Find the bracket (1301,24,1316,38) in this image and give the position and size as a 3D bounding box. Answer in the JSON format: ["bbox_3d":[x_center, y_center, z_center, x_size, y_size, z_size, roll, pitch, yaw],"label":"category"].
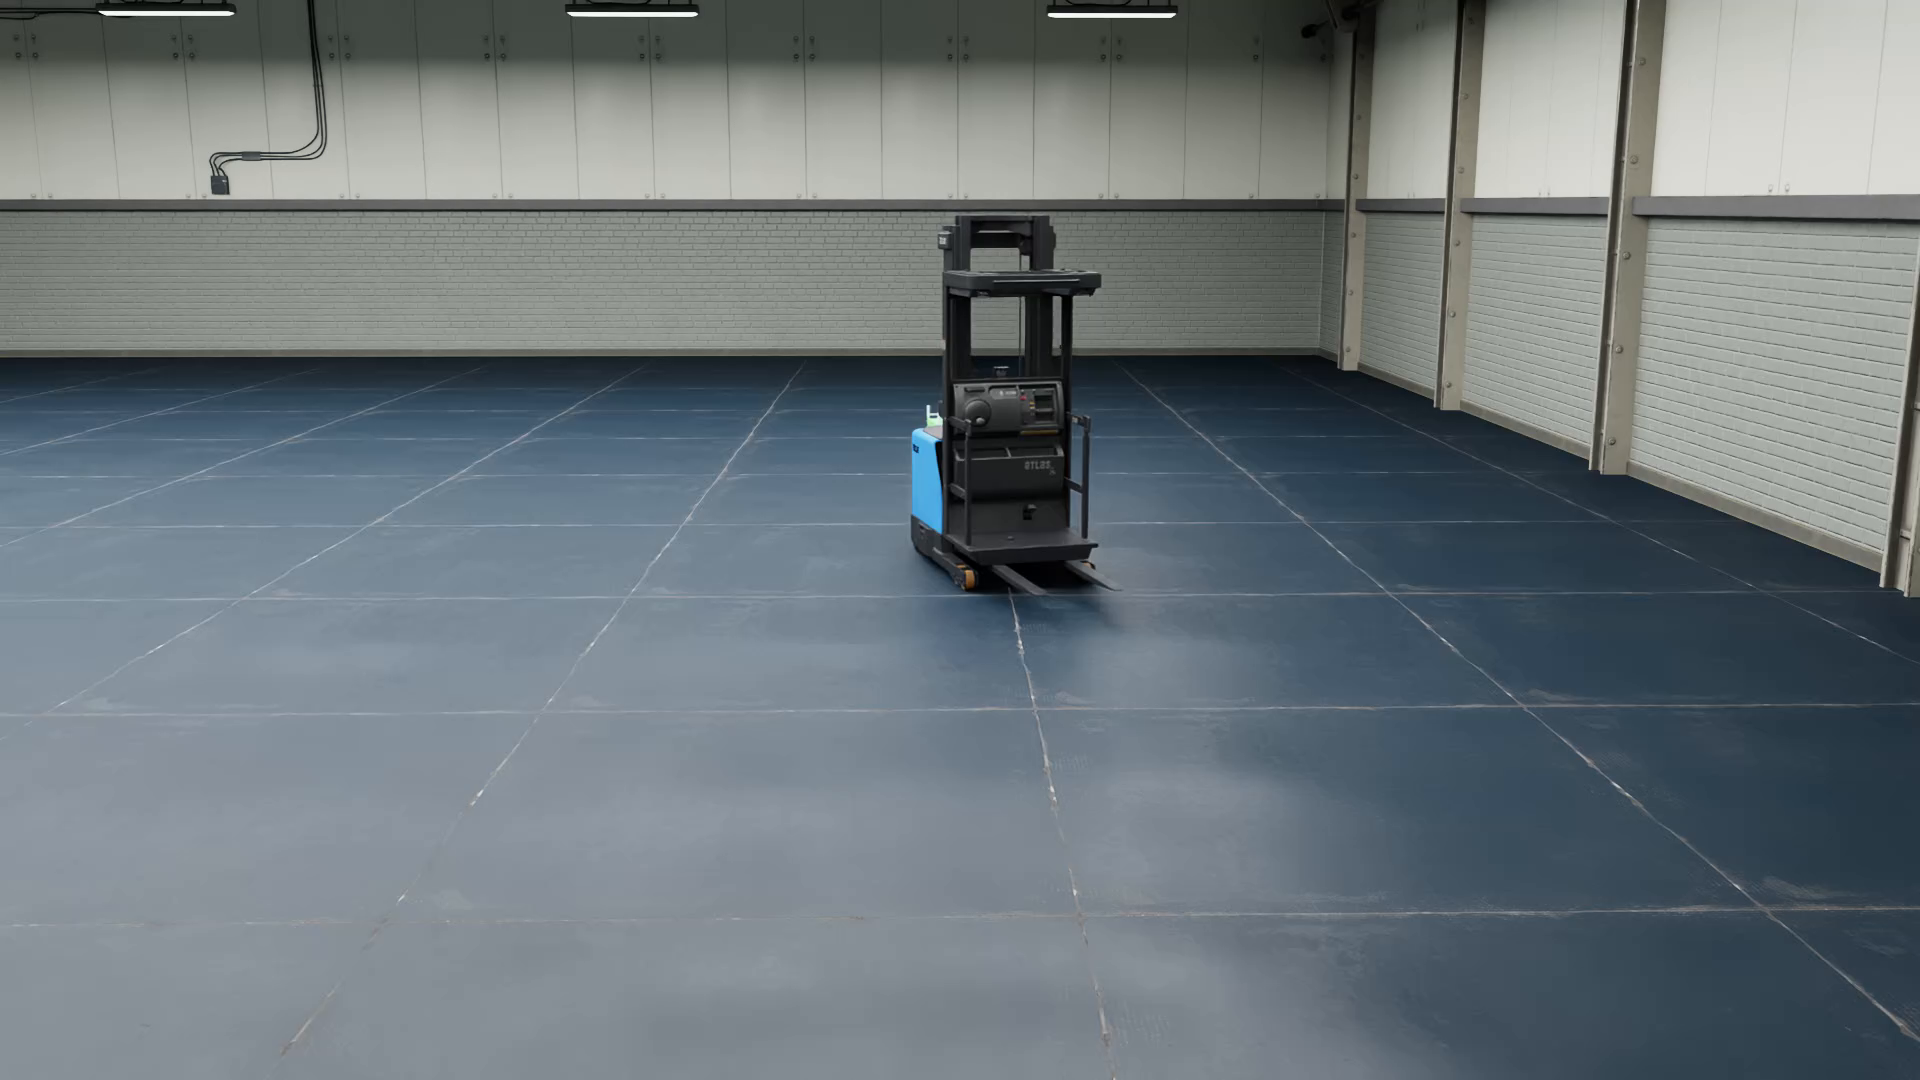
[{"bbox_3d":[6.796,-9.896,32.343,0.235,0.232,0.430,0,11,-1],"label":"bracket"}]

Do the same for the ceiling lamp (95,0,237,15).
[{"bbox_3d":[-12.068,-9.593,25.221,2.000,3.185,0.800,0,11,-1],"label":"ceiling lamp"}]

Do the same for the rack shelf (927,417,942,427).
[{"bbox_3d":[-0.132,-1.017,15.154,0.258,0.148,0.480,-2,12,-12],"label":"rack shelf"}]

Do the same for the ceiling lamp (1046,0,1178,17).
[{"bbox_3d":[2.329,-9.652,25.513,2.000,3.185,0.800,0,11,-1],"label":"ceiling lamp"}]

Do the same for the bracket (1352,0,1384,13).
[{"bbox_3d":[6.915,-8.748,26.684,0.076,0.066,4.783,0,11,-1],"label":"bracket"}]

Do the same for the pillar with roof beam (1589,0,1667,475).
[{"bbox_3d":[3.152,-5.177,18.135,9.100,9.000,0.400,0,11,-1],"label":"pillar with roof beam"}]

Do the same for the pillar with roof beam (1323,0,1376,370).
[{"bbox_3d":[2.904,-7.562,29.893,9.100,9.000,0.548,0,11,-1],"label":"pillar with roof beam"}]

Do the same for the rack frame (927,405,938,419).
[{"bbox_3d":[-0.184,-0.657,15.471,0.240,1.200,0.015,-2,12,-12],"label":"rack frame"}]

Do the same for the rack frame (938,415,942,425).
[{"bbox_3d":[-0.080,-0.562,15.003,0.240,1.200,0.015,-2,12,-12],"label":"rack frame"}]

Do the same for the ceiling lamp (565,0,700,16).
[{"bbox_3d":[-5.010,-9.622,25.364,2.000,3.185,0.800,0,11,-1],"label":"ceiling lamp"}]

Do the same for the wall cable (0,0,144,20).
[{"bbox_3d":[-17.225,-11.248,31.727,3.097,2.526,0.112,0,11,-1],"label":"wall cable"}]

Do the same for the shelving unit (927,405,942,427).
[{"bbox_3d":[-0.132,-0.610,15.237,0.258,1.200,0.503,-2,12,-12],"label":"shelving unit"}]

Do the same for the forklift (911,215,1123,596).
[{"bbox_3d":[0.462,-1.122,13.409,1.130,2.935,3.031,-3,12,-16],"label":"forklift"}]

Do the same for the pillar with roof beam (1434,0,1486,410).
[{"bbox_3d":[3.028,-6.370,24.014,9.100,9.000,0.400,0,11,-1],"label":"pillar with roof beam"}]

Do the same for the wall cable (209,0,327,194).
[{"bbox_3d":[-13.532,-9.744,32.094,2.305,6.003,0.169,0,11,-1],"label":"wall cable"}]

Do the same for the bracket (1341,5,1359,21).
[{"bbox_3d":[6.862,-9.260,29.208,0.235,0.232,0.430,0,11,-1],"label":"bracket"}]

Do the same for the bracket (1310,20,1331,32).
[{"bbox_3d":[6.808,-9.779,31.765,0.076,0.066,3.189,0,11,-1],"label":"bracket"}]

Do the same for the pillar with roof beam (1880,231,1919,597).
[{"bbox_3d":[3.276,-3.984,12.256,9.100,9.000,0.400,0,11,-1],"label":"pillar with roof beam"}]
